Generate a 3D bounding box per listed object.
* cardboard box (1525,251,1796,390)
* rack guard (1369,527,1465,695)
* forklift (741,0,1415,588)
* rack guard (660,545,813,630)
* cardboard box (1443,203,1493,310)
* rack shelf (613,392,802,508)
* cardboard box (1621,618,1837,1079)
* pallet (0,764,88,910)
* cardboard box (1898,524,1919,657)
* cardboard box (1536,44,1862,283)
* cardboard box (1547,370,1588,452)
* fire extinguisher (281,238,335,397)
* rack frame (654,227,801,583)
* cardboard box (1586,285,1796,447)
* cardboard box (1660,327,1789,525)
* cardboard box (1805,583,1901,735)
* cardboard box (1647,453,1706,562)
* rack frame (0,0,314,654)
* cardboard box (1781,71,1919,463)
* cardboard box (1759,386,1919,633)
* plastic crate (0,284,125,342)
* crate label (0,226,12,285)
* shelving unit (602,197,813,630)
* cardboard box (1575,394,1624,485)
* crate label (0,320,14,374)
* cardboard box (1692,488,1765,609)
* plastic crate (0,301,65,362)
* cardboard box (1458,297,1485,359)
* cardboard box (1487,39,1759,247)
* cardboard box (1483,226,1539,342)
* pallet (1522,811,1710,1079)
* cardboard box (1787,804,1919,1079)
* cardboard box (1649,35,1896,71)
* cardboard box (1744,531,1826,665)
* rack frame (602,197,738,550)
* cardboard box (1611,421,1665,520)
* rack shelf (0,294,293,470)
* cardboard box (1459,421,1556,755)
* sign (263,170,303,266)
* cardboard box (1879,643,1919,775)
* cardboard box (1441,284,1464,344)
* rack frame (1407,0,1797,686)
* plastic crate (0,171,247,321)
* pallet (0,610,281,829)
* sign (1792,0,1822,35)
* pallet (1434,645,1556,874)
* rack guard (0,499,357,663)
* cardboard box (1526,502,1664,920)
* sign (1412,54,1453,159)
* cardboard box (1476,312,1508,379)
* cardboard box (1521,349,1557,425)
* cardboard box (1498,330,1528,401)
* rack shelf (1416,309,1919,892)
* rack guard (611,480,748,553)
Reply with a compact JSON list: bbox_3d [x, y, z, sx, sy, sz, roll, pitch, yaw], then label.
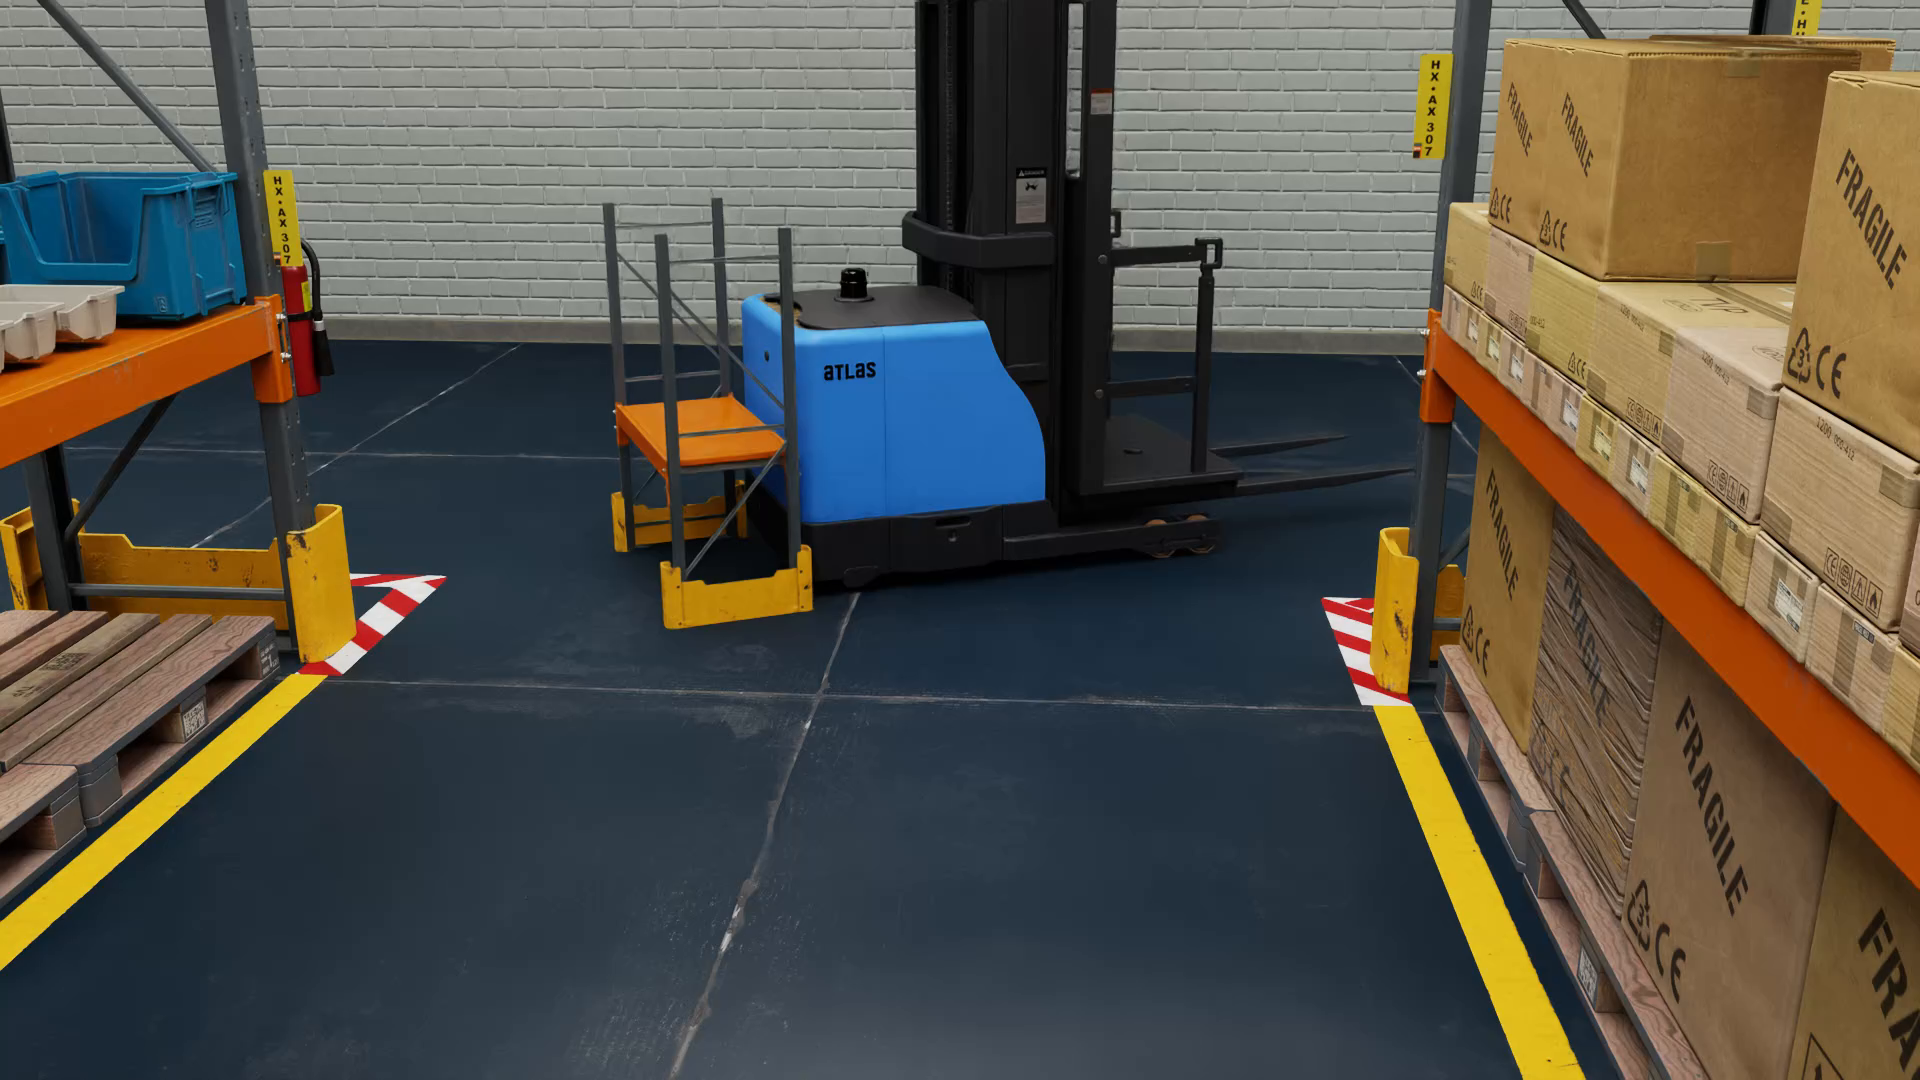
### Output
[{"bbox_3d":[1.691,-0.533,3.995,0.500,0.250,0.500,1,18,2],"label":"cardboard box"},{"bbox_3d":[2.067,0.257,5.836,1.175,0.500,0.348,1,18,4],"label":"rack guard"},{"bbox_3d":[0.609,-1.461,7.173,3.031,2.935,1.130,-6,19,-19],"label":"forklift"},{"bbox_3d":[-0.864,0.181,6.469,0.587,0.250,0.087,-7,19,-21],"label":"rack guard"},{"bbox_3d":[1.762,-0.850,4.964,0.500,0.250,0.500,1,18,2],"label":"cardboard box"},{"bbox_3d":[-1.046,-0.383,6.761,0.538,0.185,1.000,-7,19,-21],"label":"rack shelf"},{"bbox_3d":[1.970,0.646,3.371,0.875,0.875,0.875,1,18,4],"label":"cardboard box"},{"bbox_3d":[-3.063,0.924,4.263,1.003,0.211,1.213,1,18,4],"label":"pallet"},{"bbox_3d":[1.548,0.106,2.046,0.500,0.250,0.500,1,18,3],"label":"cardboard box"},{"bbox_3d":[1.695,-0.890,3.882,0.500,0.500,0.500,1,18,2],"label":"cardboard box"},{"bbox_3d":[1.621,-0.302,3.930,0.380,0.149,0.250,1,18,3],"label":"cardboard box"},{"bbox_3d":[-2.411,-0.857,5.943,0.296,0.674,0.183,1,18,4],"label":"fire extinguisher"},{"bbox_3d":[-0.857,-0.407,6.257,0.500,1.500,0.032,-7,19,-21],"label":"rack frame"},{"bbox_3d":[1.659,-0.371,3.500,0.500,0.250,0.500,1,18,3],"label":"cardboard box"},{"bbox_3d":[1.620,-0.213,3.020,0.500,0.250,0.500,2,18,5],"label":"cardboard box"},{"bbox_3d":[1.510,0.177,2.470,0.380,0.149,0.250,1,18,3],"label":"cardboard box"},{"bbox_3d":[1.565,-0.063,3.201,0.380,0.149,0.250,1,18,3],"label":"cardboard box"},{"bbox_3d":[-2.875,-1.034,5.761,1.000,3.000,0.127,1,18,4],"label":"rack frame"},{"bbox_3d":[1.585,-0.412,2.421,0.500,0.500,0.500,1,18,4],"label":"cardboard box"},{"bbox_3d":[1.583,-0.055,2.536,0.500,0.250,0.500,2,18,6],"label":"cardboard box"},{"bbox_3d":[-2.753,-0.680,5.008,0.396,0.136,0.243,1,18,4],"label":"plastic crate"},{"bbox_3d":[-3.221,-0.914,5.566,0.416,0.233,0.303,1,18,4],"label":"crate label"},{"bbox_3d":[-1.050,-0.557,6.713,0.587,1.500,1.083,-7,19,-21],"label":"shelving unit"},{"bbox_3d":[1.602,-0.223,3.691,0.380,0.149,0.250,1,18,3],"label":"cardboard box"},{"bbox_3d":[-2.784,-0.503,4.468,0.396,0.136,0.243,1,18,4],"label":"crate label"},{"bbox_3d":[1.547,0.017,2.958,0.380,0.149,0.250,2,18,5],"label":"cardboard box"},{"bbox_3d":[-2.788,-0.590,4.734,0.396,0.136,0.243,1,18,4],"label":"plastic crate"},{"bbox_3d":[1.694,-0.621,4.905,0.380,0.149,0.250,1,18,3],"label":"cardboard box"},{"bbox_3d":[1.726,-1.051,4.373,0.500,0.500,0.500,1,18,3],"label":"cardboard box"},{"bbox_3d":[1.731,-0.689,4.471,0.500,0.250,0.500,1,18,3],"label":"cardboard box"},{"bbox_3d":[1.996,1.030,3.941,1.003,0.211,1.213,1,18,4],"label":"pallet"},{"bbox_3d":[1.906,0.926,2.518,0.875,0.875,0.875,1,18,4],"label":"cardboard box"},{"bbox_3d":[2.293,-1.193,4.804,0.500,0.500,0.500,2,18,5],"label":"cardboard box"},{"bbox_3d":[1.529,0.097,2.714,0.380,0.149,0.250,2,18,5],"label":"cardboard box"},{"bbox_3d":[-1.236,-0.701,7.153,0.500,1.500,0.032,-7,19,-21],"label":"rack frame"},{"bbox_3d":[1.585,-0.142,3.442,0.380,0.149,0.250,2,18,5],"label":"cardboard box"},{"bbox_3d":[-3.018,-0.071,3.977,1.077,0.370,4.000,1,18,4],"label":"rack shelf"},{"bbox_3d":[2.099,0.087,5.077,0.875,0.875,0.875,1,18,4],"label":"cardboard box"},{"bbox_3d":[-2.325,-1.104,5.714,0.100,0.325,0.005,1,18,4],"label":"sign"},{"bbox_3d":[1.492,0.256,2.227,0.380,0.149,0.250,2,18,5],"label":"cardboard box"},{"bbox_3d":[1.711,-0.701,5.149,0.380,0.149,0.250,1,18,5],"label":"cardboard box"},{"bbox_3d":[2.065,-0.923,5.424,1.000,3.000,0.127,1,18,4],"label":"rack frame"},{"bbox_3d":[-2.713,-0.971,5.416,0.616,0.435,0.499,1,18,4],"label":"plastic crate"},{"bbox_3d":[-2.973,0.546,5.416,1.003,0.211,1.213,1,18,4],"label":"pallet"},{"bbox_3d":[2.606,-1.570,5.156,0.100,0.325,0.005,1,18,4],"label":"sign"},{"bbox_3d":[2.086,0.652,5.095,1.003,0.211,1.213,1,18,4],"label":"pallet"},{"bbox_3d":[-2.886,0.146,6.174,1.175,0.500,0.348,1,18,4],"label":"rack guard"},{"bbox_3d":[2.034,0.370,4.214,0.875,0.875,0.875,1,18,4],"label":"cardboard box"},{"bbox_3d":[1.512,-1.387,5.320,0.100,0.325,0.005,1,18,4],"label":"sign"},{"bbox_3d":[1.676,-0.542,4.663,0.380,0.149,0.250,1,18,3],"label":"cardboard box"},{"bbox_3d":[1.639,-0.382,4.175,0.380,0.149,0.250,1,18,3],"label":"cardboard box"},{"bbox_3d":[1.658,-0.461,4.416,0.380,0.149,0.250,1,18,3],"label":"cardboard box"},{"bbox_3d":[1.922,0.040,3.640,1.077,0.370,4.000,1,18,4],"label":"rack shelf"},{"bbox_3d":[-1.235,-0.107,7.347,0.587,0.250,0.087,-7,19,-21],"label":"rack guard"}]
